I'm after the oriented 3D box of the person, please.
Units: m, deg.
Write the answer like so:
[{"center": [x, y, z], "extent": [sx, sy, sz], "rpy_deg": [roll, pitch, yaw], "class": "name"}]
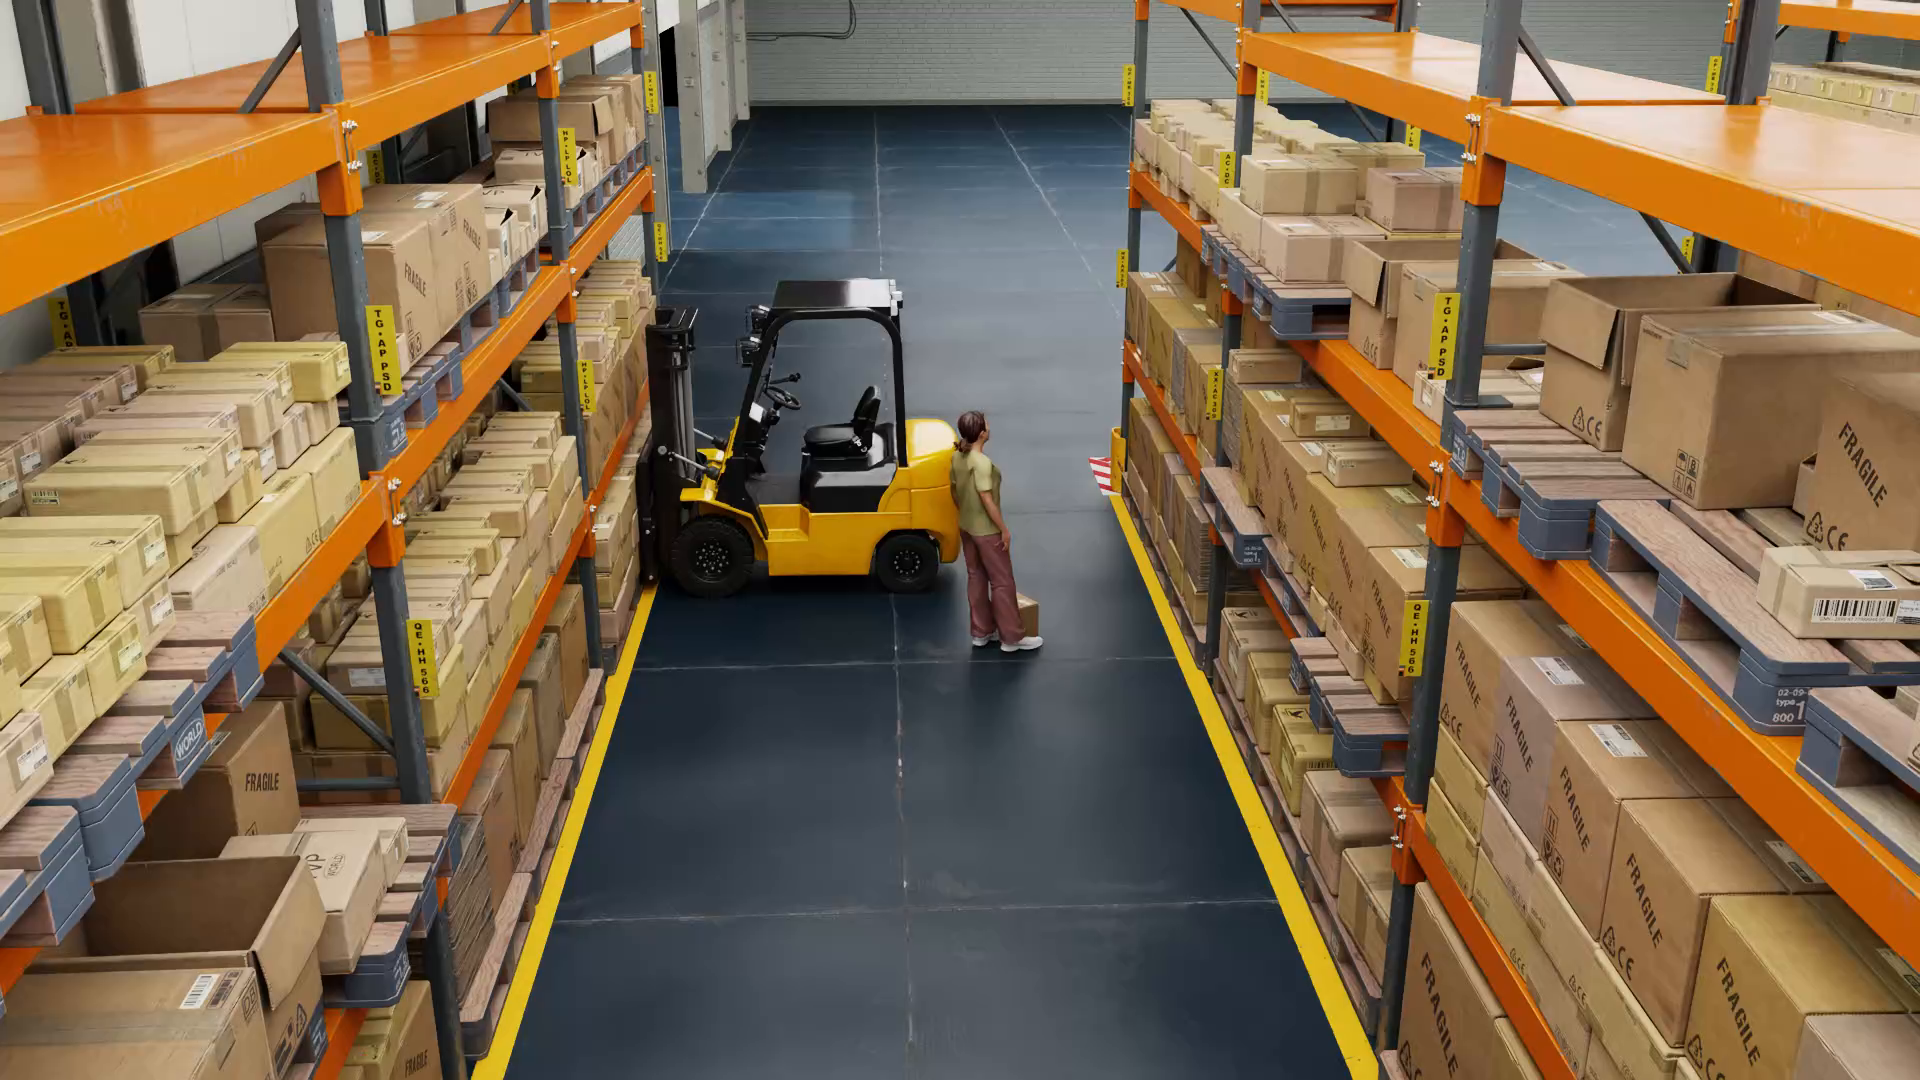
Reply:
[{"center": [0.213, -0.078, 11.262], "extent": [0.548, 1.673, 0.553], "rpy_deg": [-12, 24, -30], "class": "person"}]
